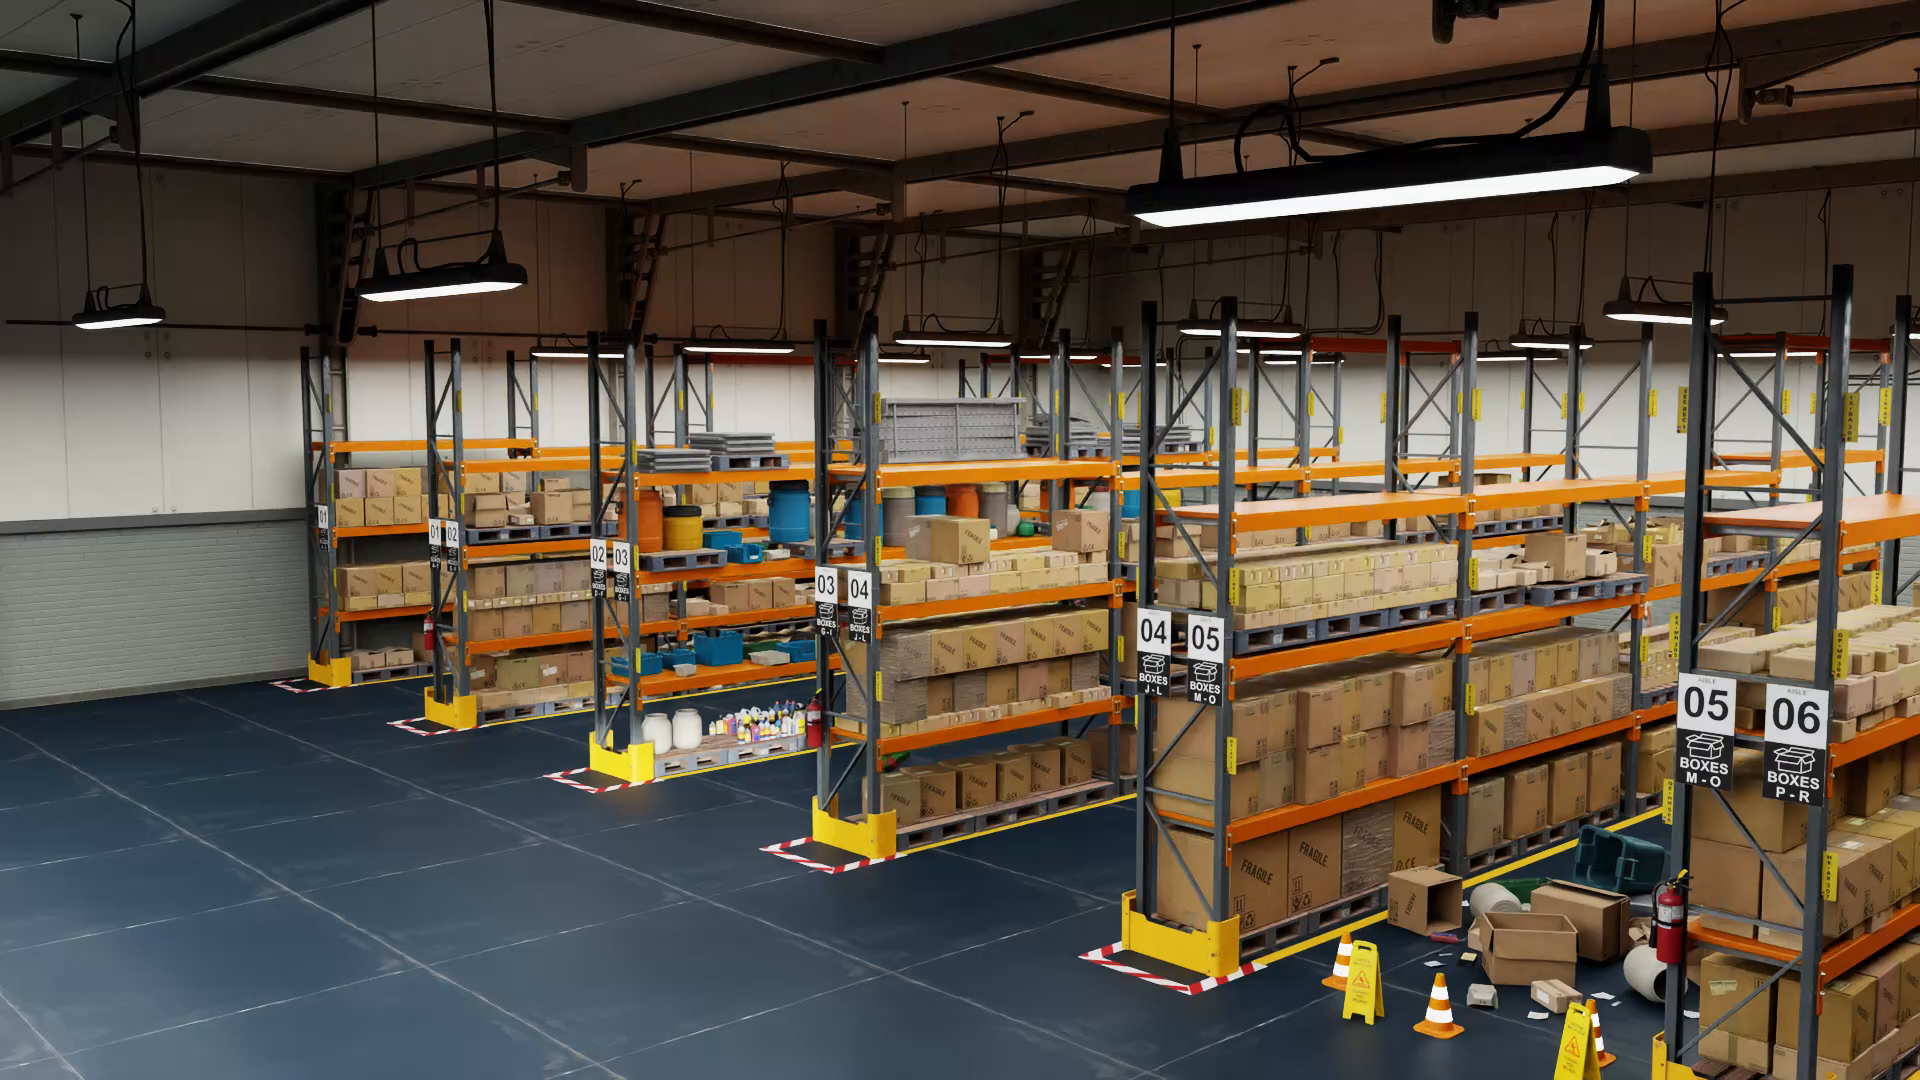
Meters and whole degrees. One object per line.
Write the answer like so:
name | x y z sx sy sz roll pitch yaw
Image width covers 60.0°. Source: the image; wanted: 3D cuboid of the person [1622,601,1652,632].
person | 13.115 1.523 32.053 1.007 1.608 0.491 -1 5 -15

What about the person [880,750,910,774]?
person | -0.938 2.381 21.521 0.492 1.779 0.583 -3 6 -30

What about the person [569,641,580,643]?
person | -6.933 1.720 30.158 0.559 1.639 0.790 5 7 43
